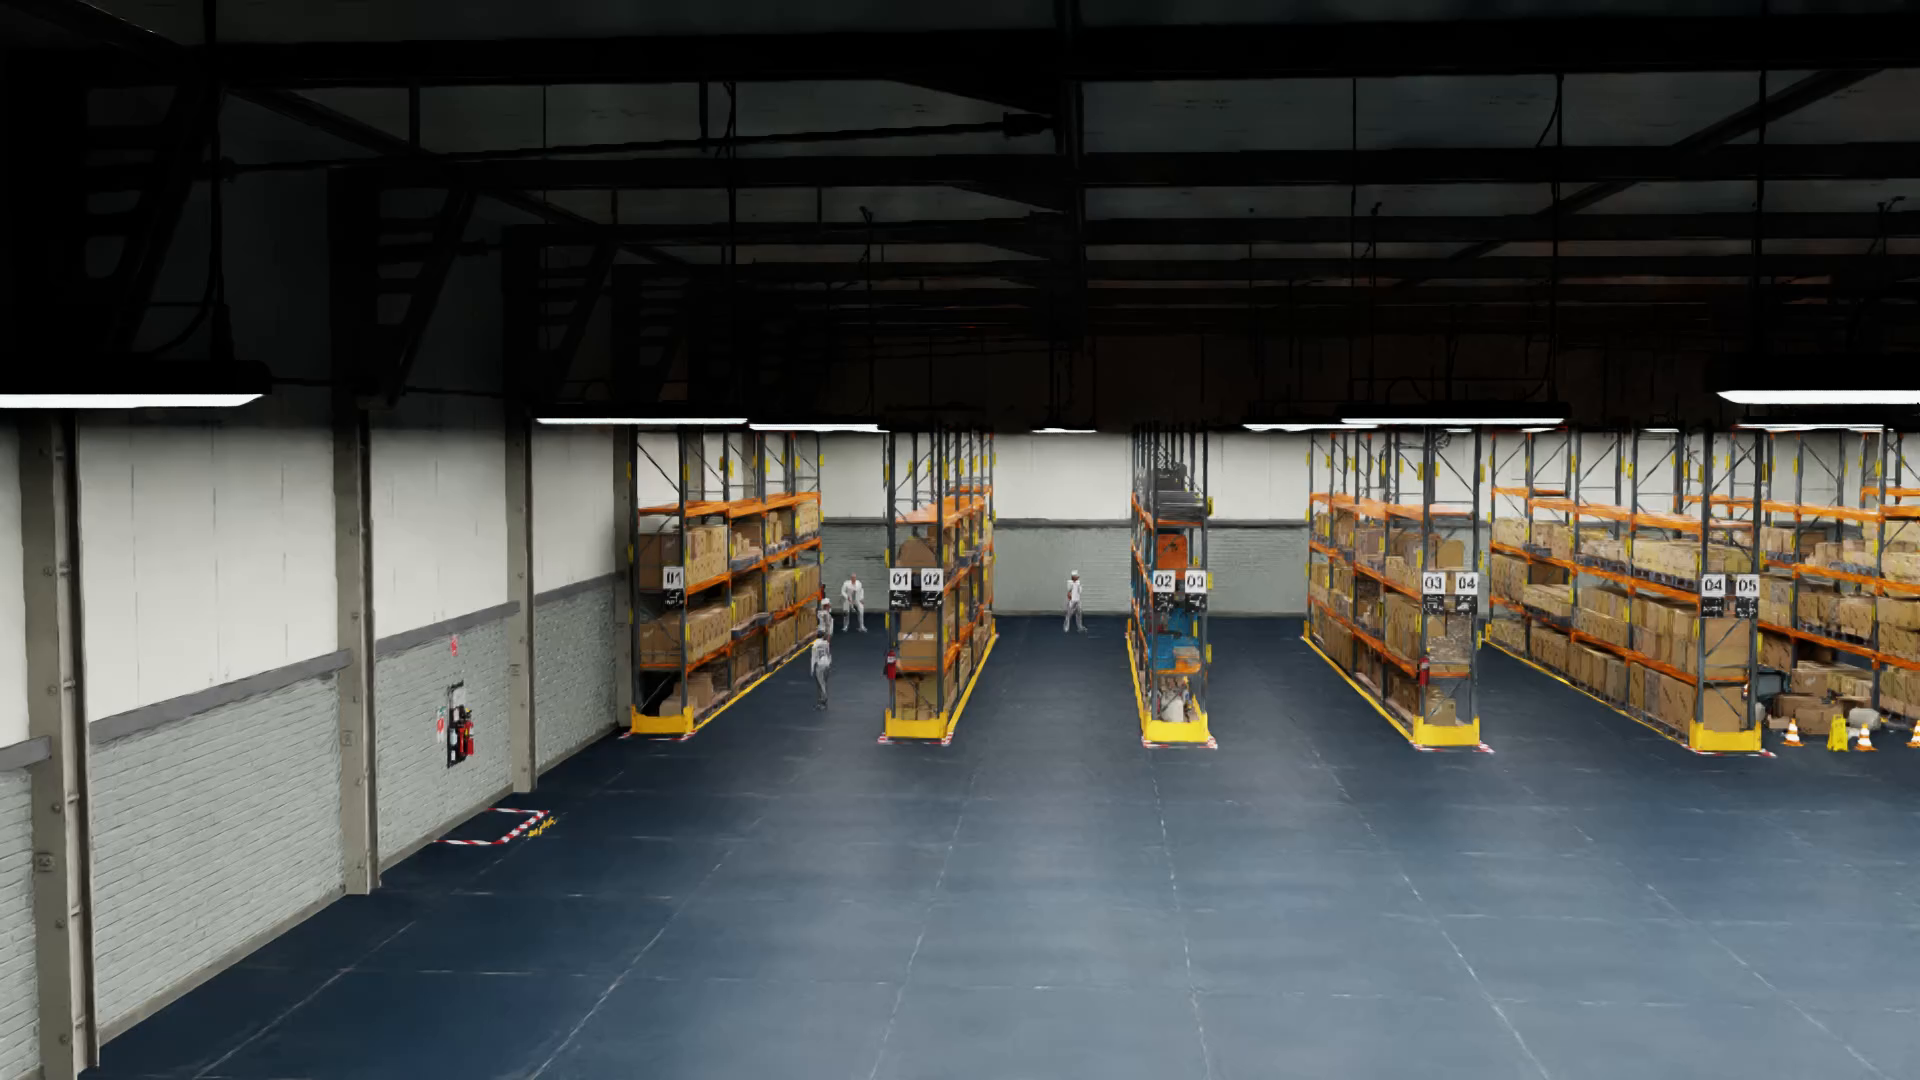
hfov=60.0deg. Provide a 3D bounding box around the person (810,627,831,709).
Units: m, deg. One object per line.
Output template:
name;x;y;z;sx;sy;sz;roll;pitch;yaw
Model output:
person;-2.933;2.670;34.843;0.544;1.667;0.572;2;4;34

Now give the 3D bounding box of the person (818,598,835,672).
person;-3.212;2.278;40.186;0.466;1.769;0.595;-1;4;-19

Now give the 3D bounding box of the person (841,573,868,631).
person;-3.117;1.794;48.401;0.732;1.717;0.872;-1;4;-16

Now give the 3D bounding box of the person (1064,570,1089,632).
person;3.343;1.763;48.317;0.540;1.778;0.718;3;5;38
